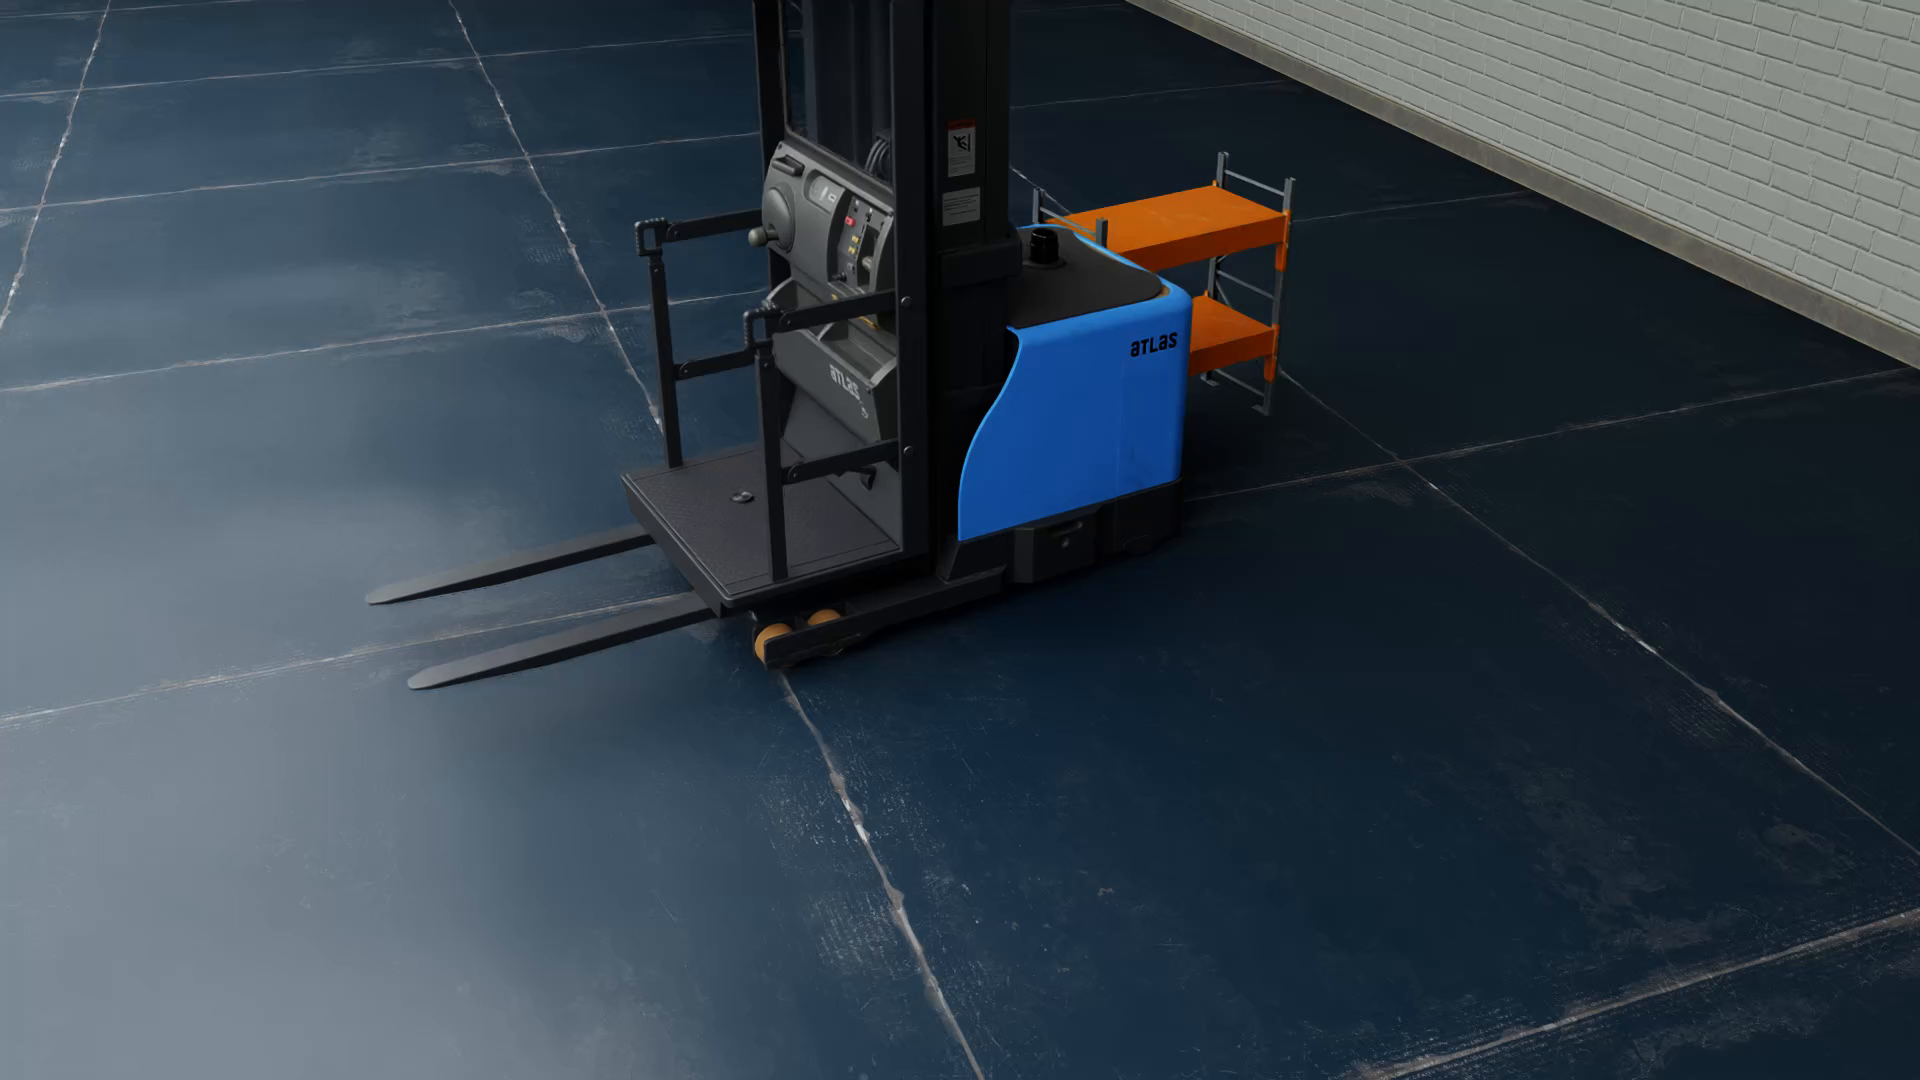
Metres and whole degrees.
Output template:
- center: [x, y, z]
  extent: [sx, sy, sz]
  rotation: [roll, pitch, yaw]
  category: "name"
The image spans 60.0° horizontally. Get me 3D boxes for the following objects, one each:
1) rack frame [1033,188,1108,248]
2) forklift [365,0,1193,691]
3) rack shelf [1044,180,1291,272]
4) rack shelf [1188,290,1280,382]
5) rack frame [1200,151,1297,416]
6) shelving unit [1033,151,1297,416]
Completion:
- center: [0.458, -0.913, 7.215]
  extent: [0.032, 1.125, 0.500]
  rotation: [-17, 34, -27]
  category: "rack frame"
- center: [-0.647, -1.105, 5.729]
  extent: [3.031, 2.935, 1.130]
  rotation: [-16, 33, -25]
  category: "forklift"
- center: [0.890, -1.299, 7.303]
  extent: [1.000, 0.278, 0.538]
  rotation: [-17, 34, -27]
  category: "rack shelf"
- center: [0.890, -0.833, 7.569]
  extent: [1.000, 0.278, 0.538]
  rotation: [-17, 34, -27]
  category: "rack shelf"
- center: [1.322, -1.178, 7.681]
  extent: [0.032, 1.125, 0.500]
  rotation: [-17, 34, -27]
  category: "rack frame"
- center: [0.890, -1.045, 7.448]
  extent: [1.048, 1.125, 0.538]
  rotation: [-17, 34, -27]
  category: "shelving unit"
